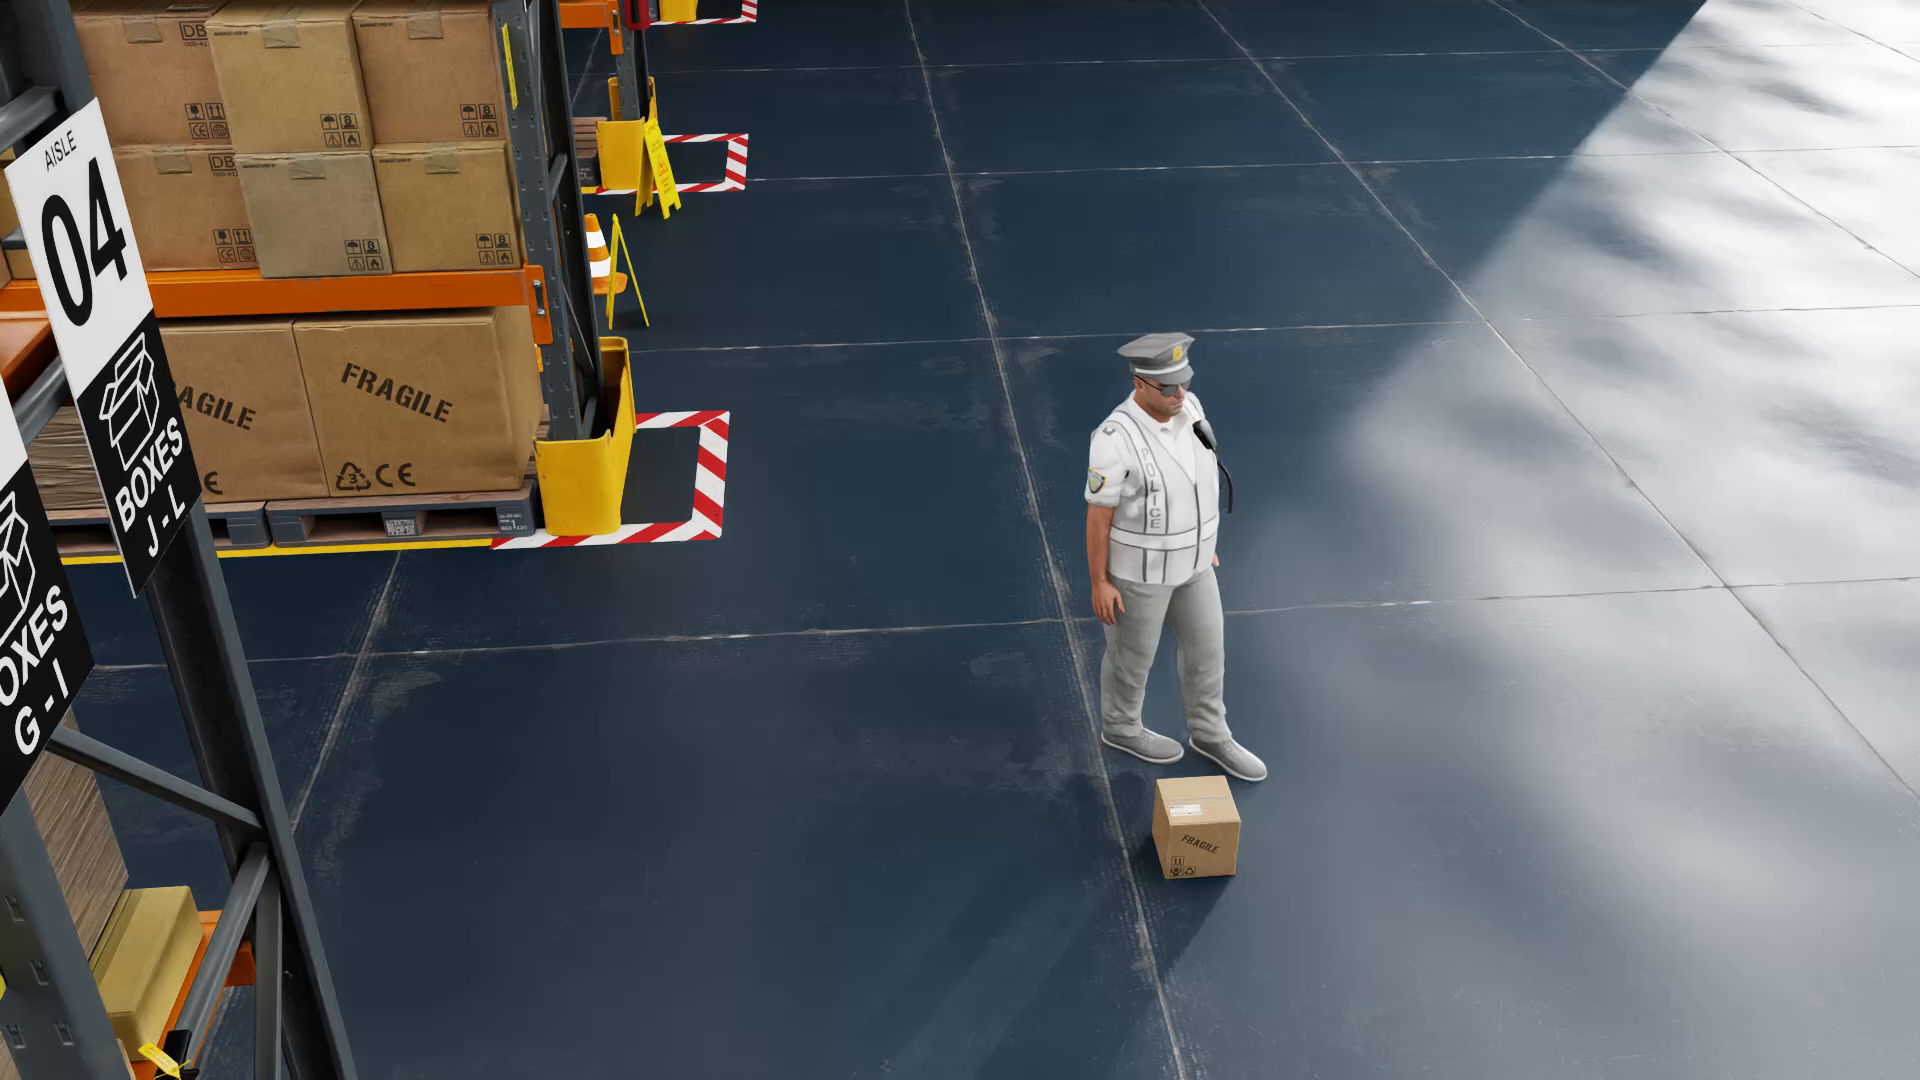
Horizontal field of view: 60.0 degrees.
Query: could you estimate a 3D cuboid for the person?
[{"bbox_3d":[0.785,0.119,5.916,0.569,1.768,0.605,-24,38,-34],"label":"person"}]
